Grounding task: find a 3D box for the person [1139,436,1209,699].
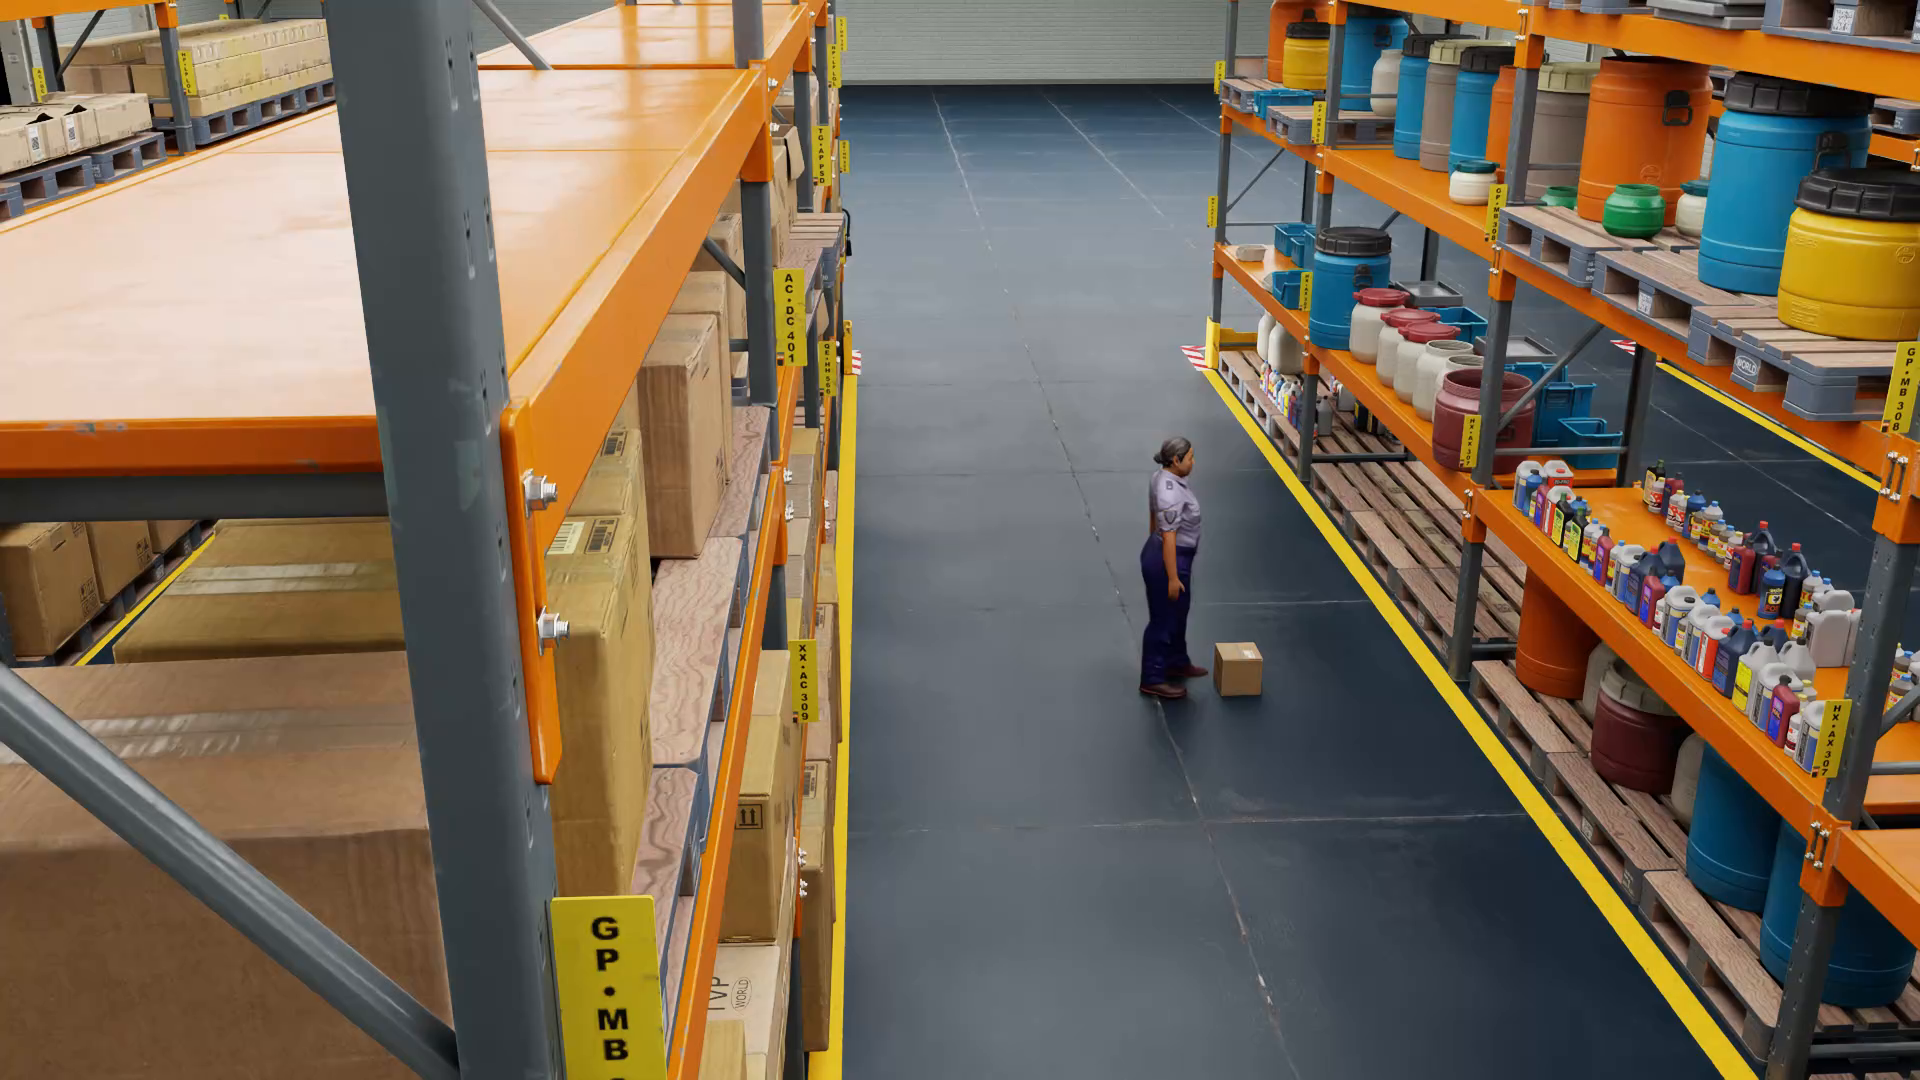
[{"bbox_3d":[1.345,0.163,10.161,0.487,1.667,0.544,1,21,1],"label":"person"}]
